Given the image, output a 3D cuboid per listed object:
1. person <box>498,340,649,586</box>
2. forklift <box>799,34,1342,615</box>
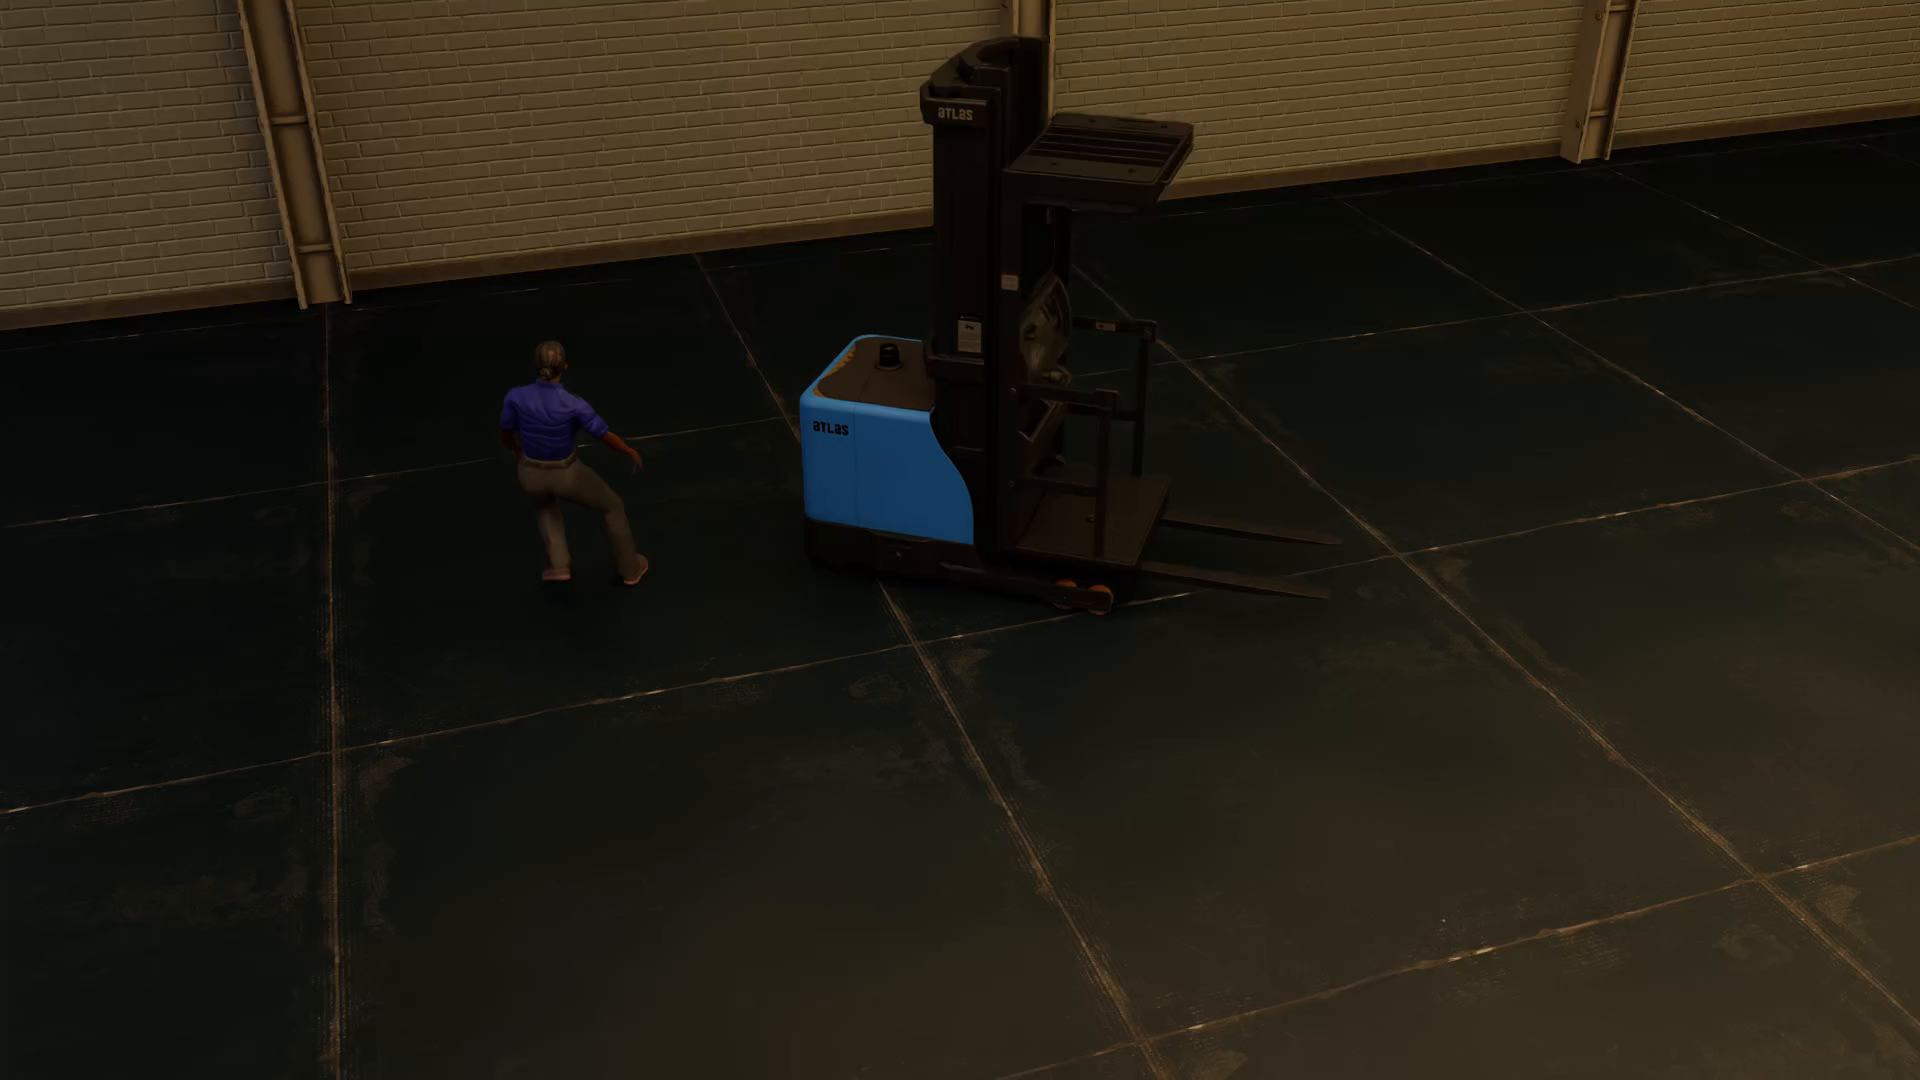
[{"bbox_3d":[-2.142,-0.428,9.197,0.700,1.559,0.547,2,30,4],"label":"person"},{"bbox_3d":[0.659,-1.148,9.083,3.031,2.935,1.130,9,31,15],"label":"forklift"}]
